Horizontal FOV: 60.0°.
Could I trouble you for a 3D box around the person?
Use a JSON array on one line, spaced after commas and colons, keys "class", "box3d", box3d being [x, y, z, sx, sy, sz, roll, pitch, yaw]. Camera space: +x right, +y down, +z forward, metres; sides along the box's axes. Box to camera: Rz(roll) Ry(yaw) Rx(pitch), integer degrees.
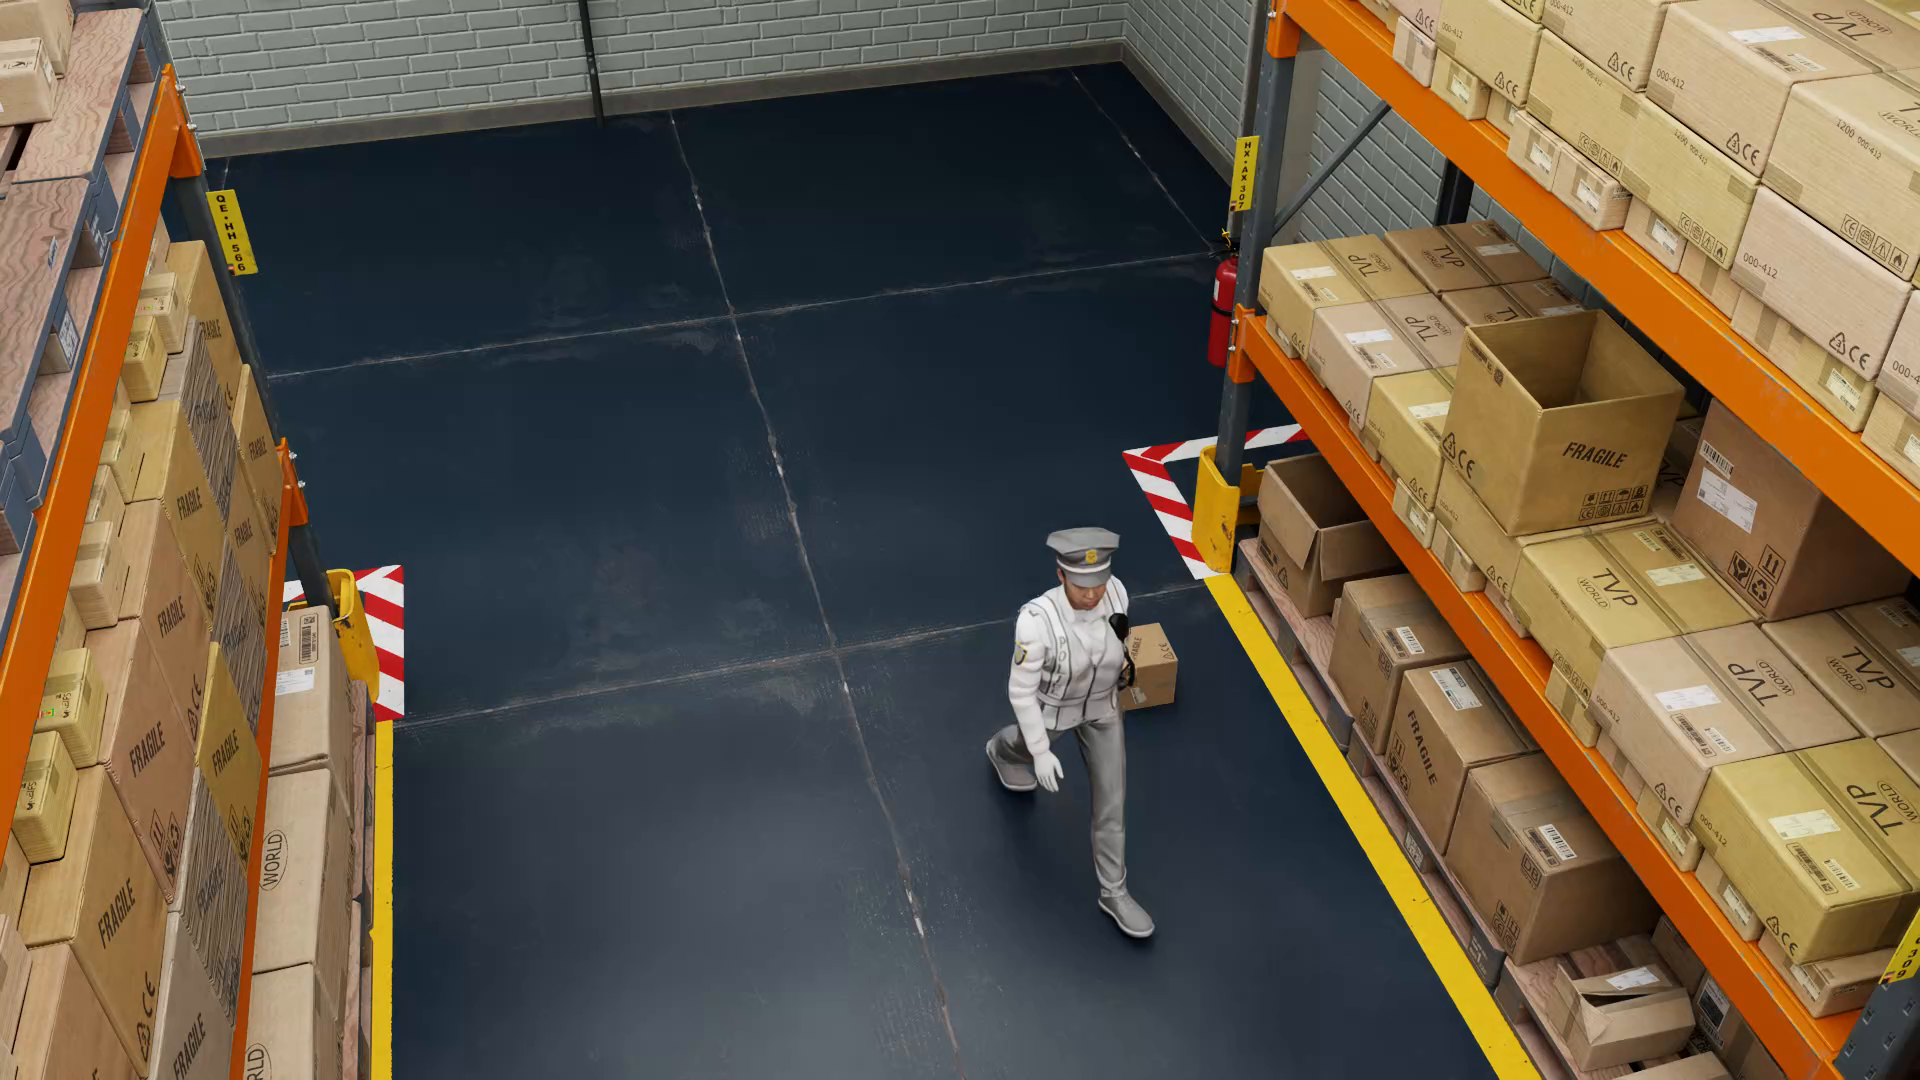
[{"class": "person", "box3d": [0.386, 0.582, 5.980, 0.517, 1.619, 1.085, -12, 40, -15]}]
